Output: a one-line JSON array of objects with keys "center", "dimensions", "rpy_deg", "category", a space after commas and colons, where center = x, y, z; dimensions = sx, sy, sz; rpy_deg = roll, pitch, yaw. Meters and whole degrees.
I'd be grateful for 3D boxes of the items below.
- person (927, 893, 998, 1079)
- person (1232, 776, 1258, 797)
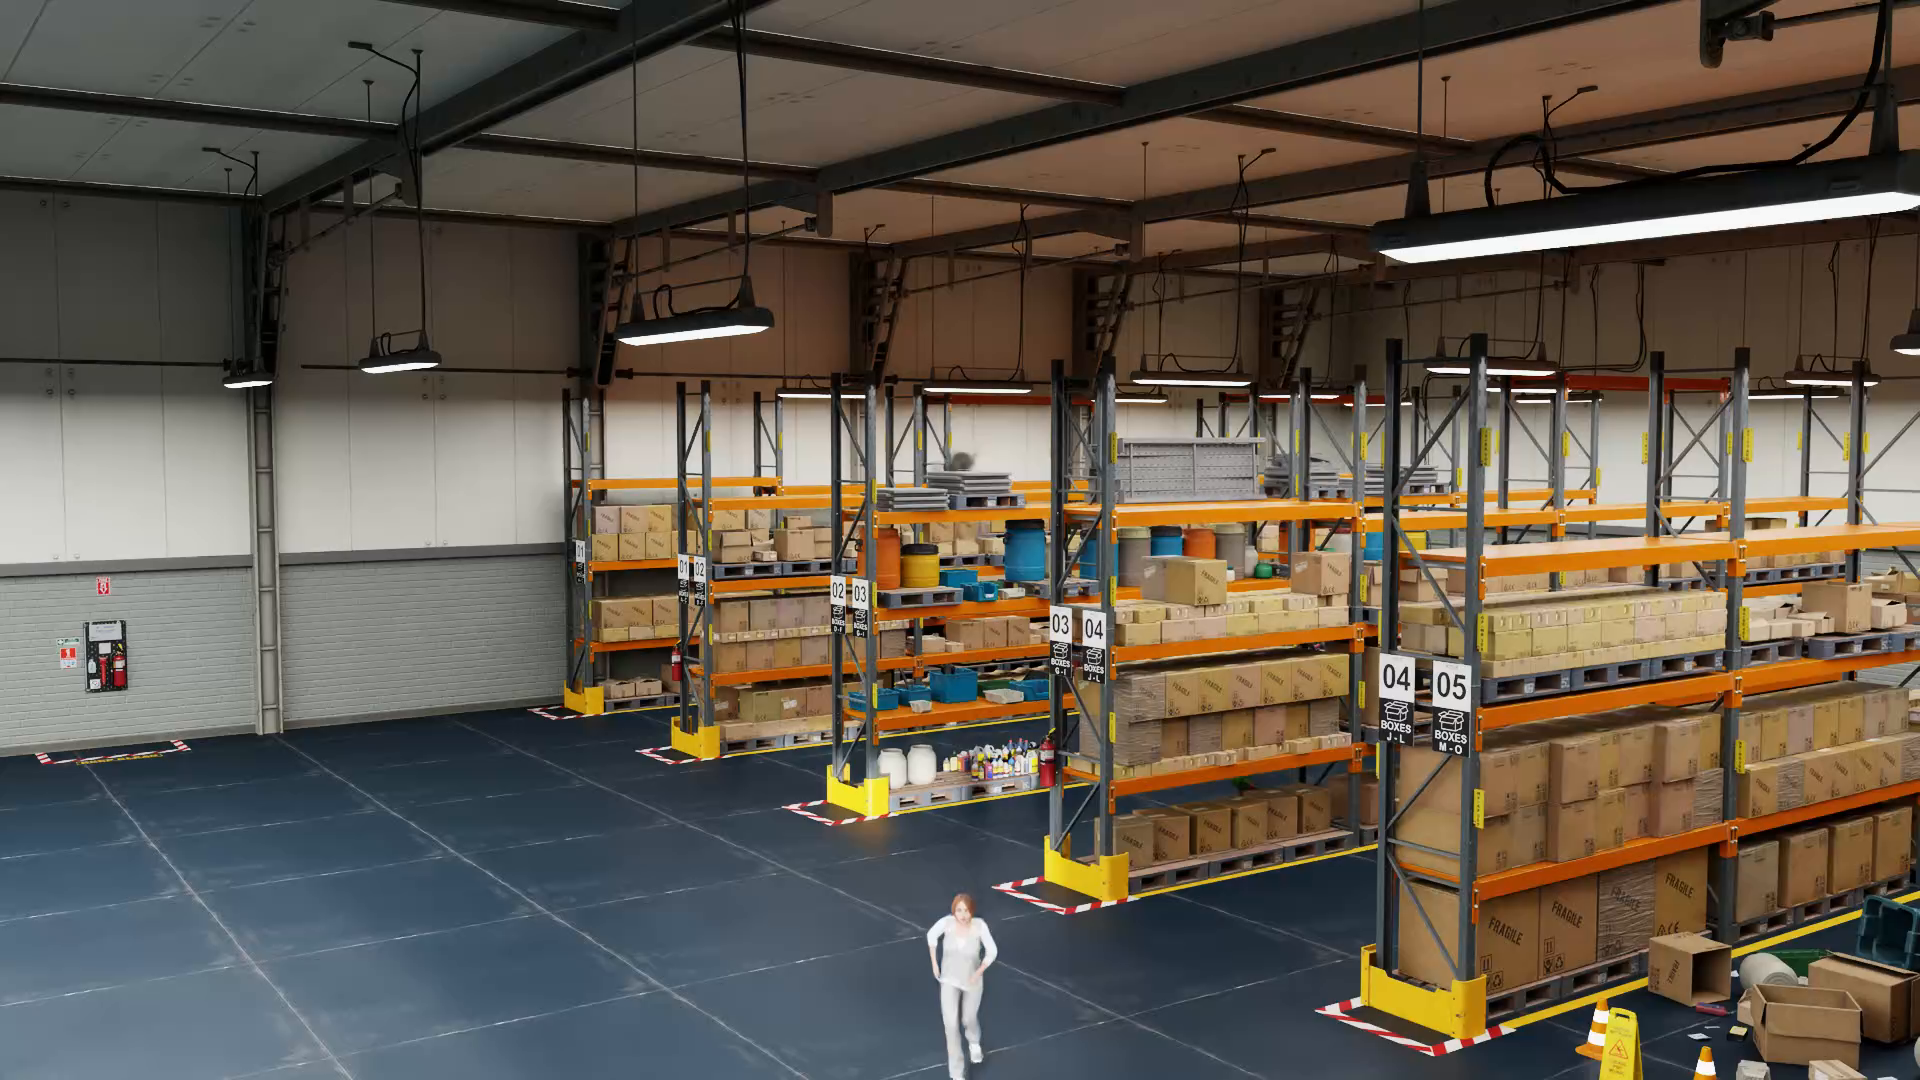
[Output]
[{"center": [0.019, 3.529, 13.202], "dimensions": [0.565, 1.580, 0.913], "rpy_deg": [0, 4, 5], "category": "person"}, {"center": [3.783, 2.847, 22.416], "dimensions": [0.572, 1.746, 0.661], "rpy_deg": [-2, 4, -34], "category": "person"}]
